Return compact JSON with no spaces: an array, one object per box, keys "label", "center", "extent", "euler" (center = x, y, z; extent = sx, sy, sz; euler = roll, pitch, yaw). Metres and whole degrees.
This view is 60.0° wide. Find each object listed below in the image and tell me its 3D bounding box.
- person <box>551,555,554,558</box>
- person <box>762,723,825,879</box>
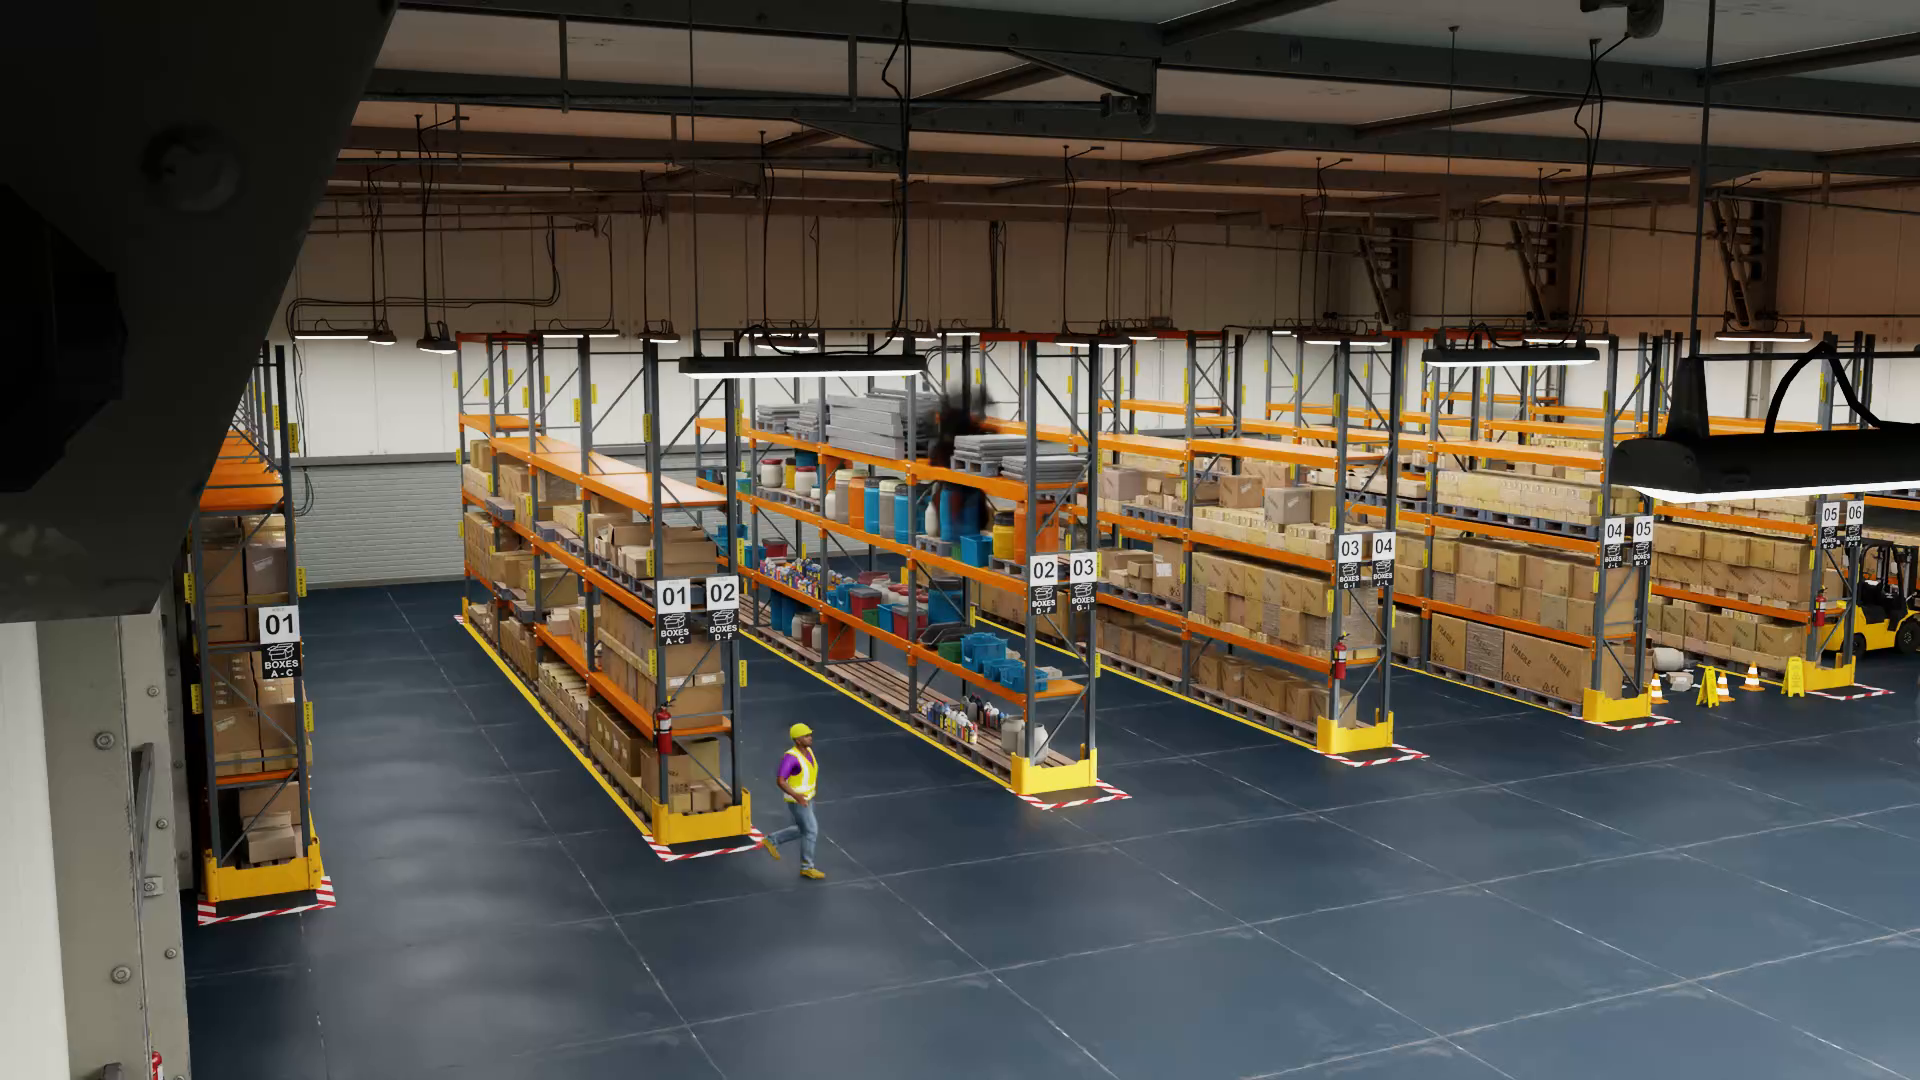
[{"label":"person","center":[-8.597,0.747,35.812],"extent":[0.740,1.583,0.667],"euler":[5,9,31]},{"label":"person","center":[-1.886,2.935,18.884],"extent":[0.771,1.767,0.712],"euler":[2,8,15]}]
